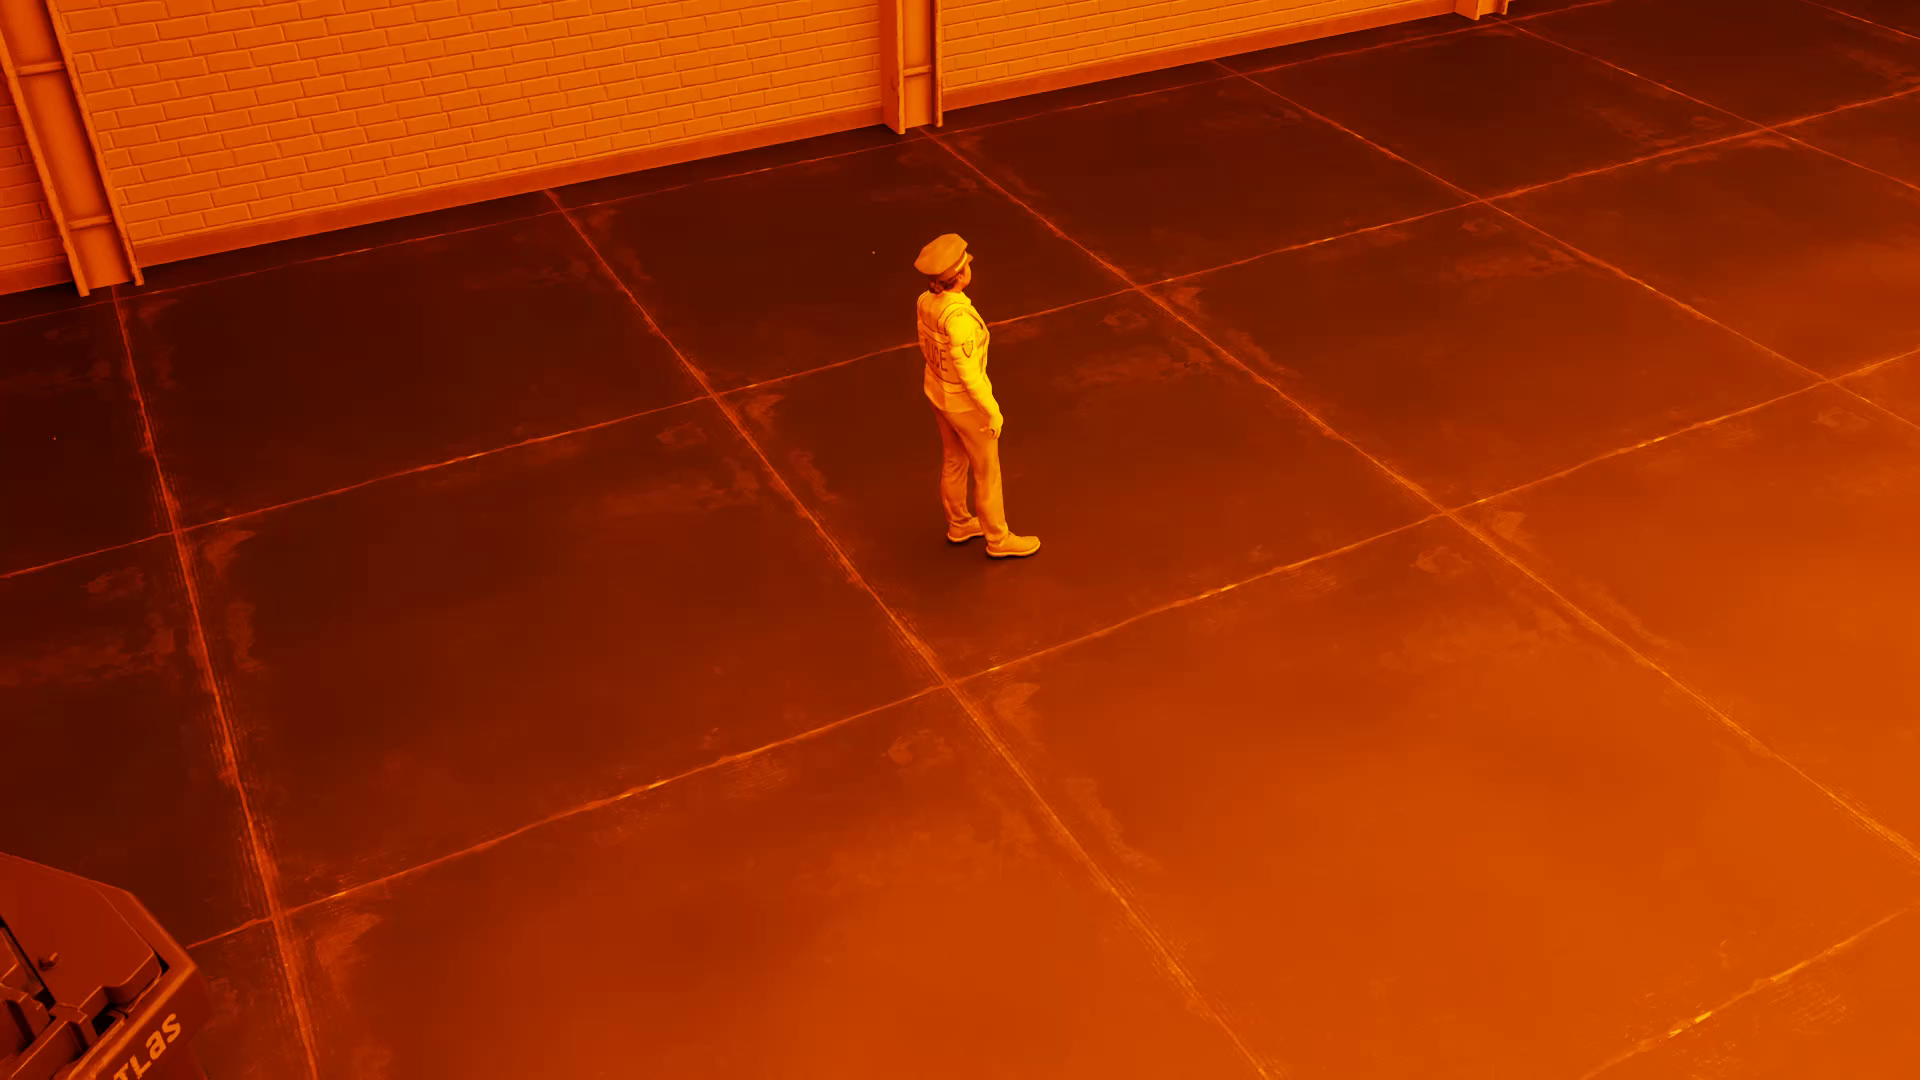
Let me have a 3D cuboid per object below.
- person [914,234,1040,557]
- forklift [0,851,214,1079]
[{"bbox_3d":[0.064,-0.713,8.190,0.530,1.694,0.586,-17,39,-23],"label":"person"},{"bbox_3d":[-1.970,2.107,3.143,1.130,2.935,3.031,12,37,16],"label":"forklift"}]
